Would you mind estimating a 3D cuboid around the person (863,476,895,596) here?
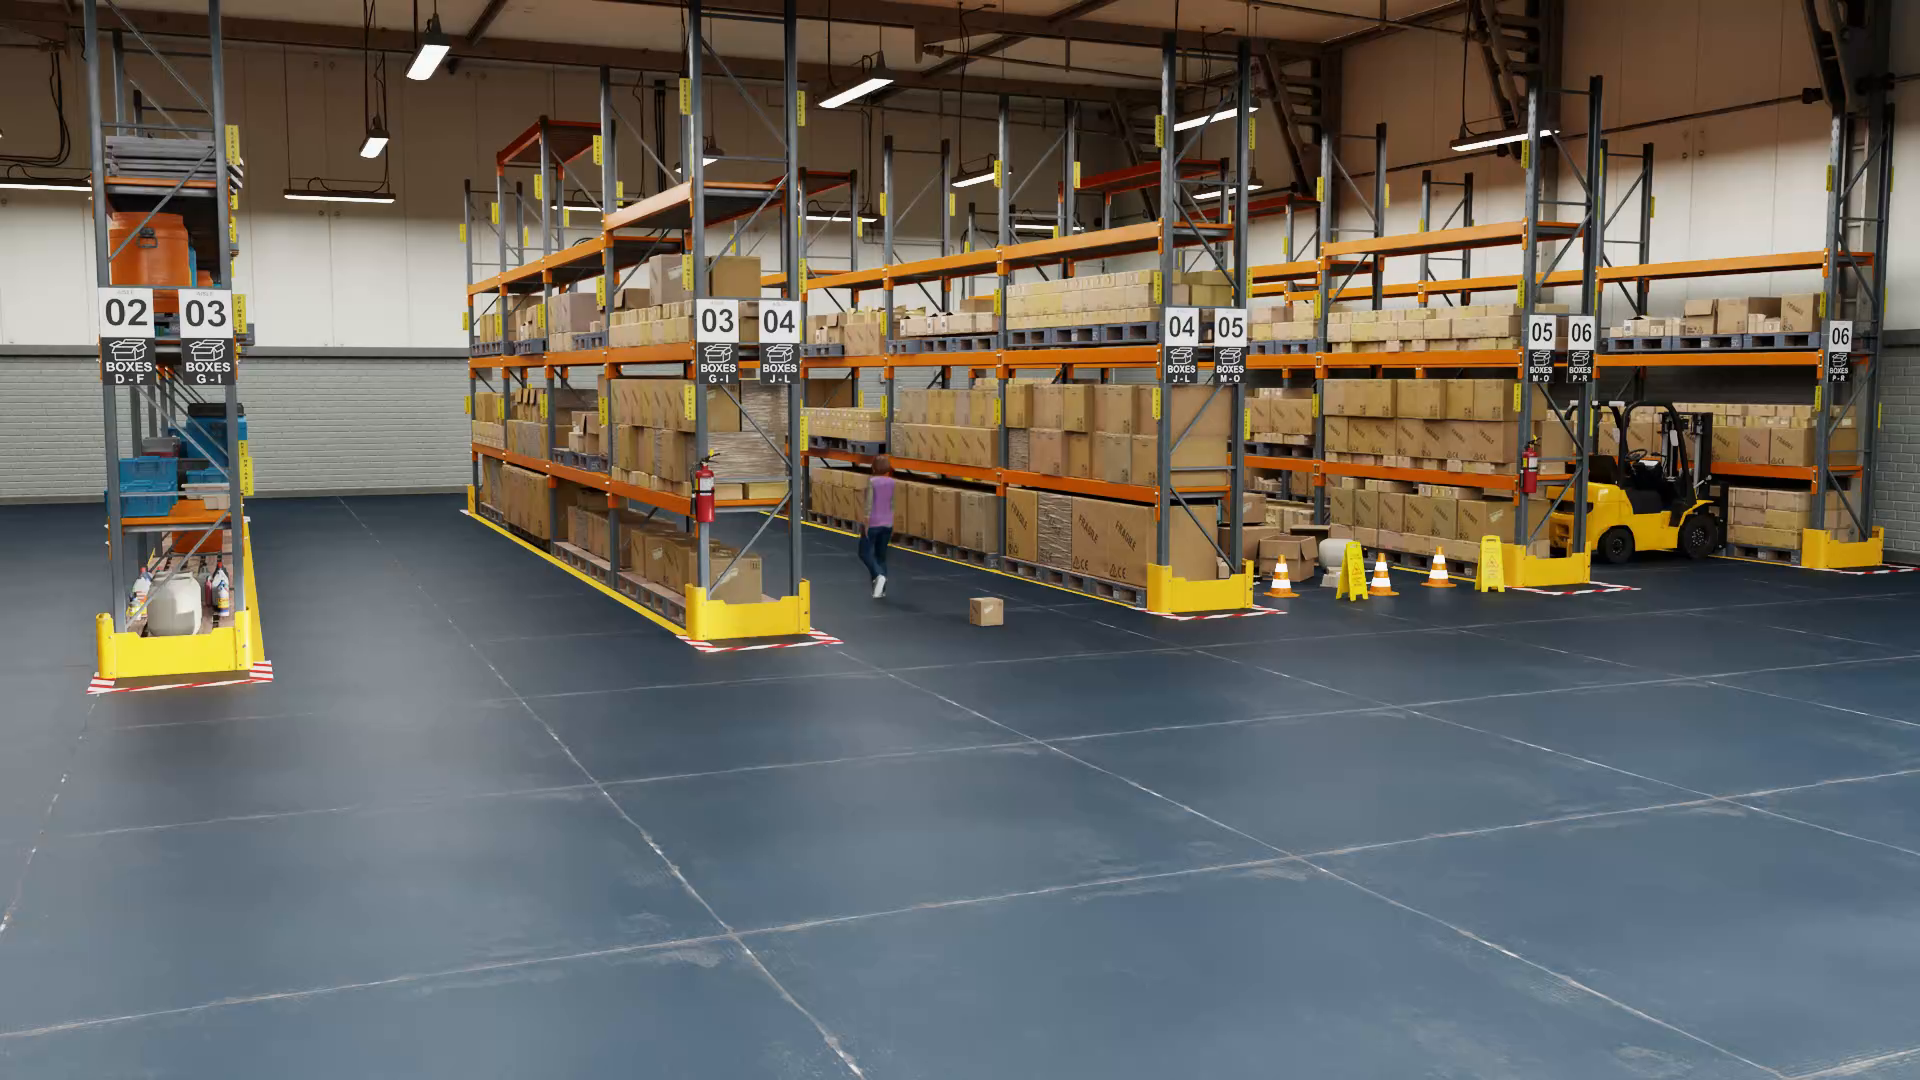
[{"bbox_3d":[-0.891,-0.036,18.511,0.349,1.356,0.460,-4,7,-33],"label":"person"}]
